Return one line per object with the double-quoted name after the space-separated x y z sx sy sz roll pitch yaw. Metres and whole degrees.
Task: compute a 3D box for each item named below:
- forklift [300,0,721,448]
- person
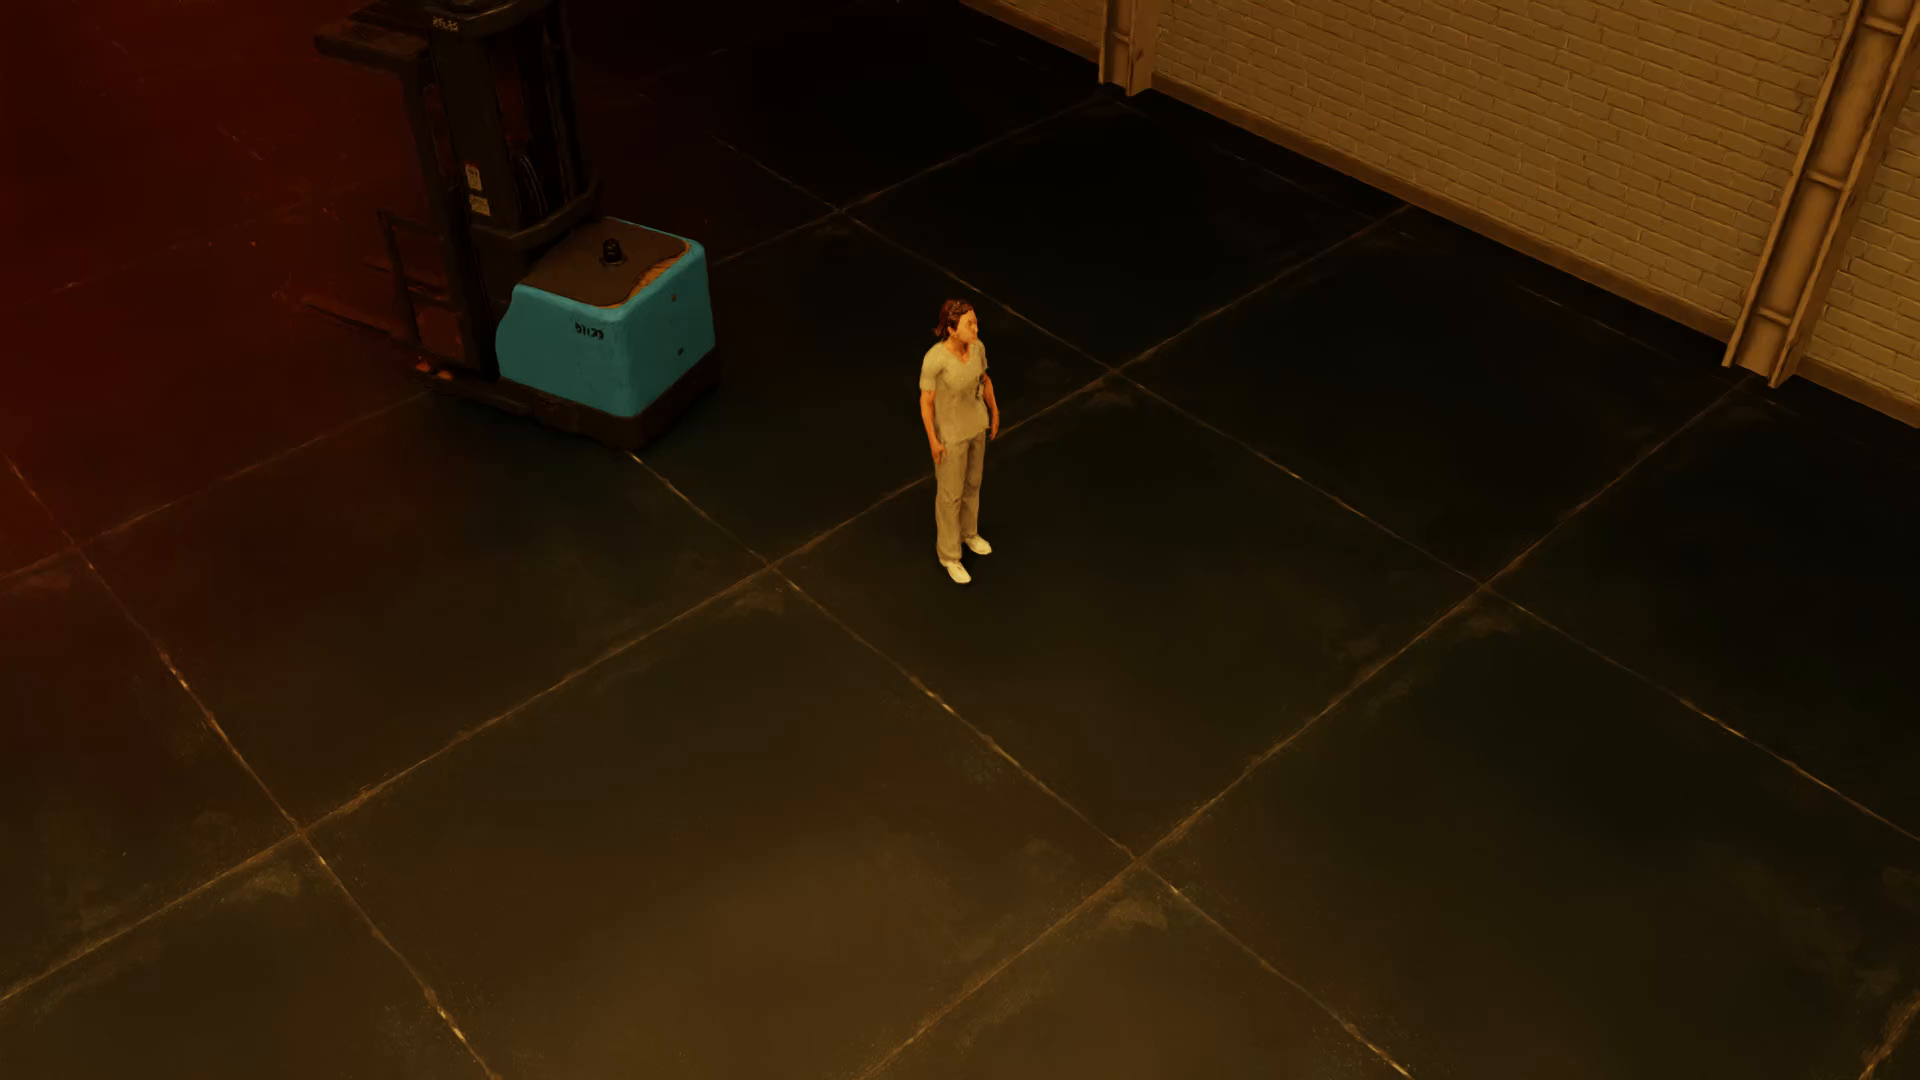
-3.181 -2.382 10.669 3.031 2.935 1.130 19 44 20 "forklift"
0.040 -0.598 9.552 0.550 1.674 0.548 -31 50 -31 "person"
